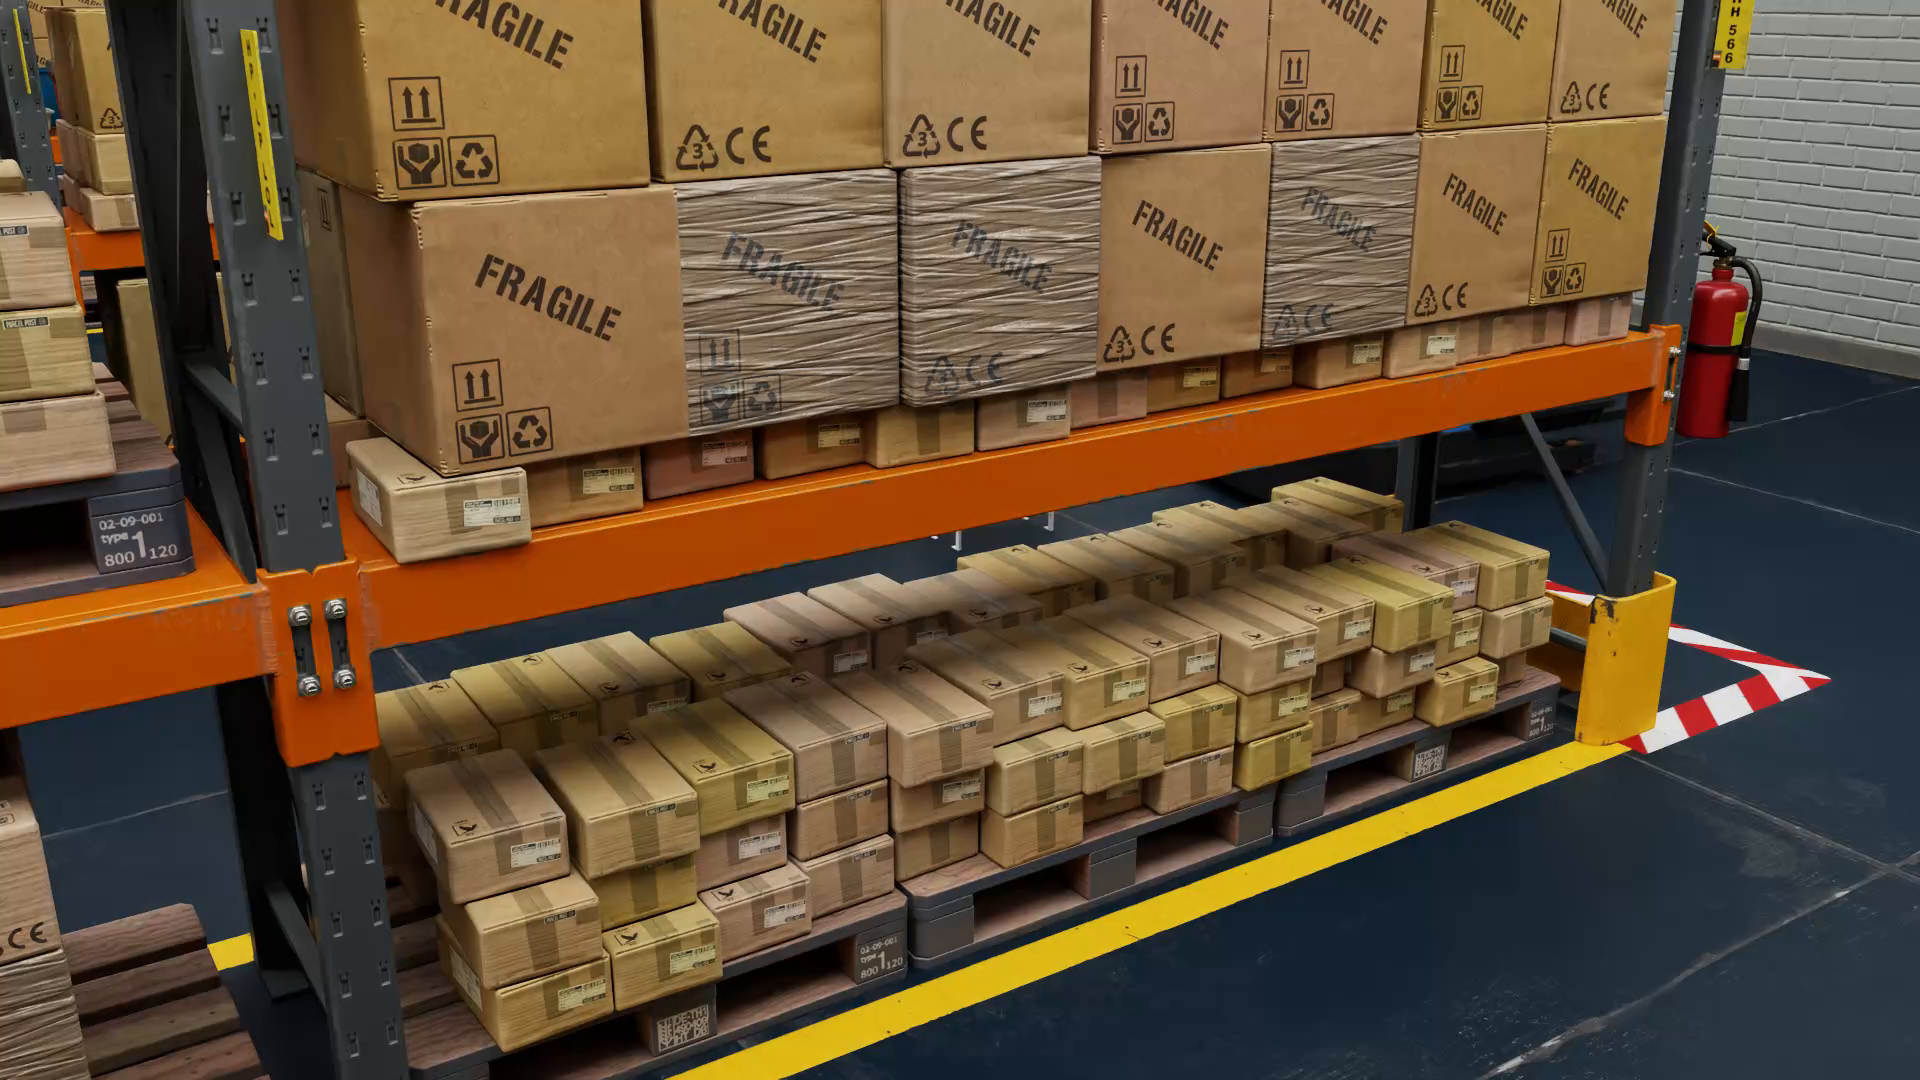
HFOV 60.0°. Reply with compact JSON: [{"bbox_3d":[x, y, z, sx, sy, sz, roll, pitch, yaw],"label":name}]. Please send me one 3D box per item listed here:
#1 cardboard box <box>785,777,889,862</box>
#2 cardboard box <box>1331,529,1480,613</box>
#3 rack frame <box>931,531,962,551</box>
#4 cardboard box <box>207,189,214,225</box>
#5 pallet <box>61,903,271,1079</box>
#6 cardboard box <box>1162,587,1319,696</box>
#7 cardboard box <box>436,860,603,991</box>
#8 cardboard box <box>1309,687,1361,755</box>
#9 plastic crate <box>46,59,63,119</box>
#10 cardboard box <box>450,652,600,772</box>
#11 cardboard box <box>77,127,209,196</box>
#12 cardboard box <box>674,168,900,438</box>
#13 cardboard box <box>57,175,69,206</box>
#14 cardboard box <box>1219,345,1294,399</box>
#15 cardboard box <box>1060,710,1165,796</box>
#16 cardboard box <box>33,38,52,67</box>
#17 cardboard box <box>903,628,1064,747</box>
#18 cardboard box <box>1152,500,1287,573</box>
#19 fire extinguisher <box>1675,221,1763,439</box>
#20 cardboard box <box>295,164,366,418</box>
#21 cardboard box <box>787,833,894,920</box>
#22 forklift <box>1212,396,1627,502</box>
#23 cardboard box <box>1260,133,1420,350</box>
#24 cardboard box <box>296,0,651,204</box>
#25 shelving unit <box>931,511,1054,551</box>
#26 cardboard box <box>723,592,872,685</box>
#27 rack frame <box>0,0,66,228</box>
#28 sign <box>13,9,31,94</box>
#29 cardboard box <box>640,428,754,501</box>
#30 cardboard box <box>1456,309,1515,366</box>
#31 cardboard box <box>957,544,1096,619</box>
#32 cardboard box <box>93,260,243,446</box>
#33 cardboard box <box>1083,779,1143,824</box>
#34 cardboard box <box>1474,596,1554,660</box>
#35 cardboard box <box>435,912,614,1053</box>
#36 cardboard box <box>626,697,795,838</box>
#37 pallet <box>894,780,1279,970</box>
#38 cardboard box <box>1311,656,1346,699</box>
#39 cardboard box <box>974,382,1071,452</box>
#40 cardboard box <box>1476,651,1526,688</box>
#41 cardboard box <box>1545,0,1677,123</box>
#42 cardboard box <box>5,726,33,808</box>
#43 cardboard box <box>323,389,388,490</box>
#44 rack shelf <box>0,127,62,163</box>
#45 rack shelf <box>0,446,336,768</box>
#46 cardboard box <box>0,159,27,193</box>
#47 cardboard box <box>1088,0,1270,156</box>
[{"bbox_3d":[-0.382,0.614,4.077,0.250,0.149,0.380,-13,23,-34],"label":"cardboard box"},{"bbox_3d":[1.363,0.104,5.119,0.250,0.149,0.380,-11,22,-30],"label":"cardboard box"},{"bbox_3d":[-0.066,-0.555,7.012,0.015,1.200,0.240,-12,22,-31],"label":"rack frame"},{"bbox_3d":[-3.428,-1.486,7.348,0.250,0.149,0.380,-13,22,-33],"label":"cardboard box"},{"bbox_3d":[-2.083,1.208,3.343,1.213,0.211,1.003,-12,22,-31],"label":"pallet"},{"bbox_3d":[0.772,0.275,4.615,0.250,0.149,0.380,-11,22,-29],"label":"cardboard box"},{"bbox_3d":[-0.955,0.782,3.580,0.250,0.149,0.380,-11,21,-29],"label":"cardboard box"},{"bbox_3d":[0.956,0.488,4.915,0.250,0.149,0.380,-12,22,-31],"label":"cardboard box"},{"bbox_3d":[-5.917,-3.069,11.446,0.583,0.464,0.402,-12,22,-31],"label":"plastic crate"},{"bbox_3d":[-1.088,0.431,4.153,0.250,0.149,0.380,-12,22,-31],"label":"cardboard box"},{"bbox_3d":[-3.541,-1.678,7.294,0.500,0.250,0.500,-12,22,-32],"label":"cardboard box"},{"bbox_3d":[-0.472,-0.548,3.562,0.500,0.500,0.500,-12,22,-31],"label":"cardboard box"},{"bbox_3d":[-8.576,-3.489,16.392,0.500,0.311,0.500,-12,22,-31],"label":"cardboard box"},{"bbox_3d":[0.666,-0.500,4.432,0.250,0.149,0.380,-13,23,-34],"label":"cardboard box"},{"bbox_3d":[0.326,0.507,4.392,0.250,0.149,0.380,-12,22,-31],"label":"cardboard box"},{"bbox_3d":[-8.521,-4.401,15.423,0.500,0.500,0.500,-11,22,-30],"label":"cardboard box"},{"bbox_3d":[0.060,0.378,4.309,0.250,0.149,0.380,-13,23,-34],"label":"cardboard box"},{"bbox_3d":[0.838,0.007,5.408,0.250,0.149,0.380,-12,22,-32],"label":"cardboard box"},{"bbox_3d":[2.371,-0.663,5.225,0.183,0.674,0.296,-12,22,-31],"label":"fire extinguisher"},{"bbox_3d":[-1.185,-0.600,3.715,0.500,0.500,0.500,-12,22,-31],"label":"cardboard box"},{"bbox_3d":[-0.367,0.760,4.109,0.250,0.149,0.380,-12,22,-33],"label":"cardboard box"},{"bbox_3d":[2.556,-1.825,8.067,3.031,2.935,1.130,-10,21,-26],"label":"forklift"},{"bbox_3d":[0.822,-0.814,4.350,0.500,0.500,0.500,-12,22,-31],"label":"cardboard box"},{"bbox_3d":[-0.923,-0.927,3.122,0.500,0.500,0.500,-11,22,-30],"label":"cardboard box"},{"bbox_3d":[0.138,-0.598,7.139,0.503,1.200,0.258,-12,22,-31],"label":"shelving unit"},{"bbox_3d":[-0.449,0.288,4.576,0.250,0.149,0.380,-13,23,-34],"label":"cardboard box"},{"bbox_3d":[-4.077,-1.595,7.280,0.127,3.000,1.000,-12,22,-31],"label":"rack frame"},{"bbox_3d":[-3.770,-1.963,6.683,0.005,0.325,0.100,-12,22,-31],"label":"sign"},{"bbox_3d":[-0.648,-0.221,3.606,0.250,0.149,0.380,-13,23,-34],"label":"cardboard box"},{"bbox_3d":[1.361,-0.621,4.791,0.250,0.149,0.380,-12,22,-32],"label":"cardboard box"},{"bbox_3d":[0.194,0.153,4.976,0.250,0.149,0.380,-12,22,-31],"label":"cardboard box"},{"bbox_3d":[-3.482,-0.883,7.834,0.875,0.875,0.875,-12,22,-31],"label":"cardboard box"},{"bbox_3d":[0.286,0.616,4.533,0.250,0.149,0.380,-11,22,-30],"label":"cardboard box"},{"bbox_3d":[1.623,0.225,5.228,0.250,0.149,0.380,-13,22,-33],"label":"cardboard box"},{"bbox_3d":[-0.953,0.923,3.628,0.250,0.149,0.380,-13,23,-34],"label":"cardboard box"},{"bbox_3d":[-0.585,0.523,3.880,0.250,0.149,0.380,-12,22,-32],"label":"cardboard box"},{"bbox_3d":[0.128,0.726,4.767,1.213,0.211,1.003,-12,22,-31],"label":"pallet"},{"bbox_3d":[0.909,0.336,4.897,0.250,0.149,0.380,-12,22,-32],"label":"cardboard box"},{"bbox_3d":[0.056,-0.339,3.957,0.250,0.149,0.380,-11,21,-29],"label":"cardboard box"},{"bbox_3d":[1.582,0.345,5.337,0.250,0.149,0.380,-11,22,-30],"label":"cardboard box"},{"bbox_3d":[1.662,-1.470,4.728,0.500,0.500,0.500,-12,22,-32],"label":"cardboard box"},{"bbox_3d":[-2.196,0.439,3.340,0.500,0.250,0.500,-13,23,-34],"label":"cardboard box"},{"bbox_3d":[-1.324,-0.245,3.677,0.250,0.149,0.380,-12,22,-32],"label":"cardboard box"},{"bbox_3d":[-5.131,-2.932,12.356,4.000,0.370,1.077,-12,22,-31],"label":"rack shelf"},{"bbox_3d":[-3.104,0.442,2.376,4.000,0.370,1.077,-12,22,-31],"label":"rack shelf"},{"bbox_3d":[-2.016,-0.666,3.339,0.250,0.149,0.380,-11,21,-29],"label":"cardboard box"},{"bbox_3d":[0.369,-1.193,3.908,0.500,0.500,0.500,-13,23,-33],"label":"cardboard box"}]
